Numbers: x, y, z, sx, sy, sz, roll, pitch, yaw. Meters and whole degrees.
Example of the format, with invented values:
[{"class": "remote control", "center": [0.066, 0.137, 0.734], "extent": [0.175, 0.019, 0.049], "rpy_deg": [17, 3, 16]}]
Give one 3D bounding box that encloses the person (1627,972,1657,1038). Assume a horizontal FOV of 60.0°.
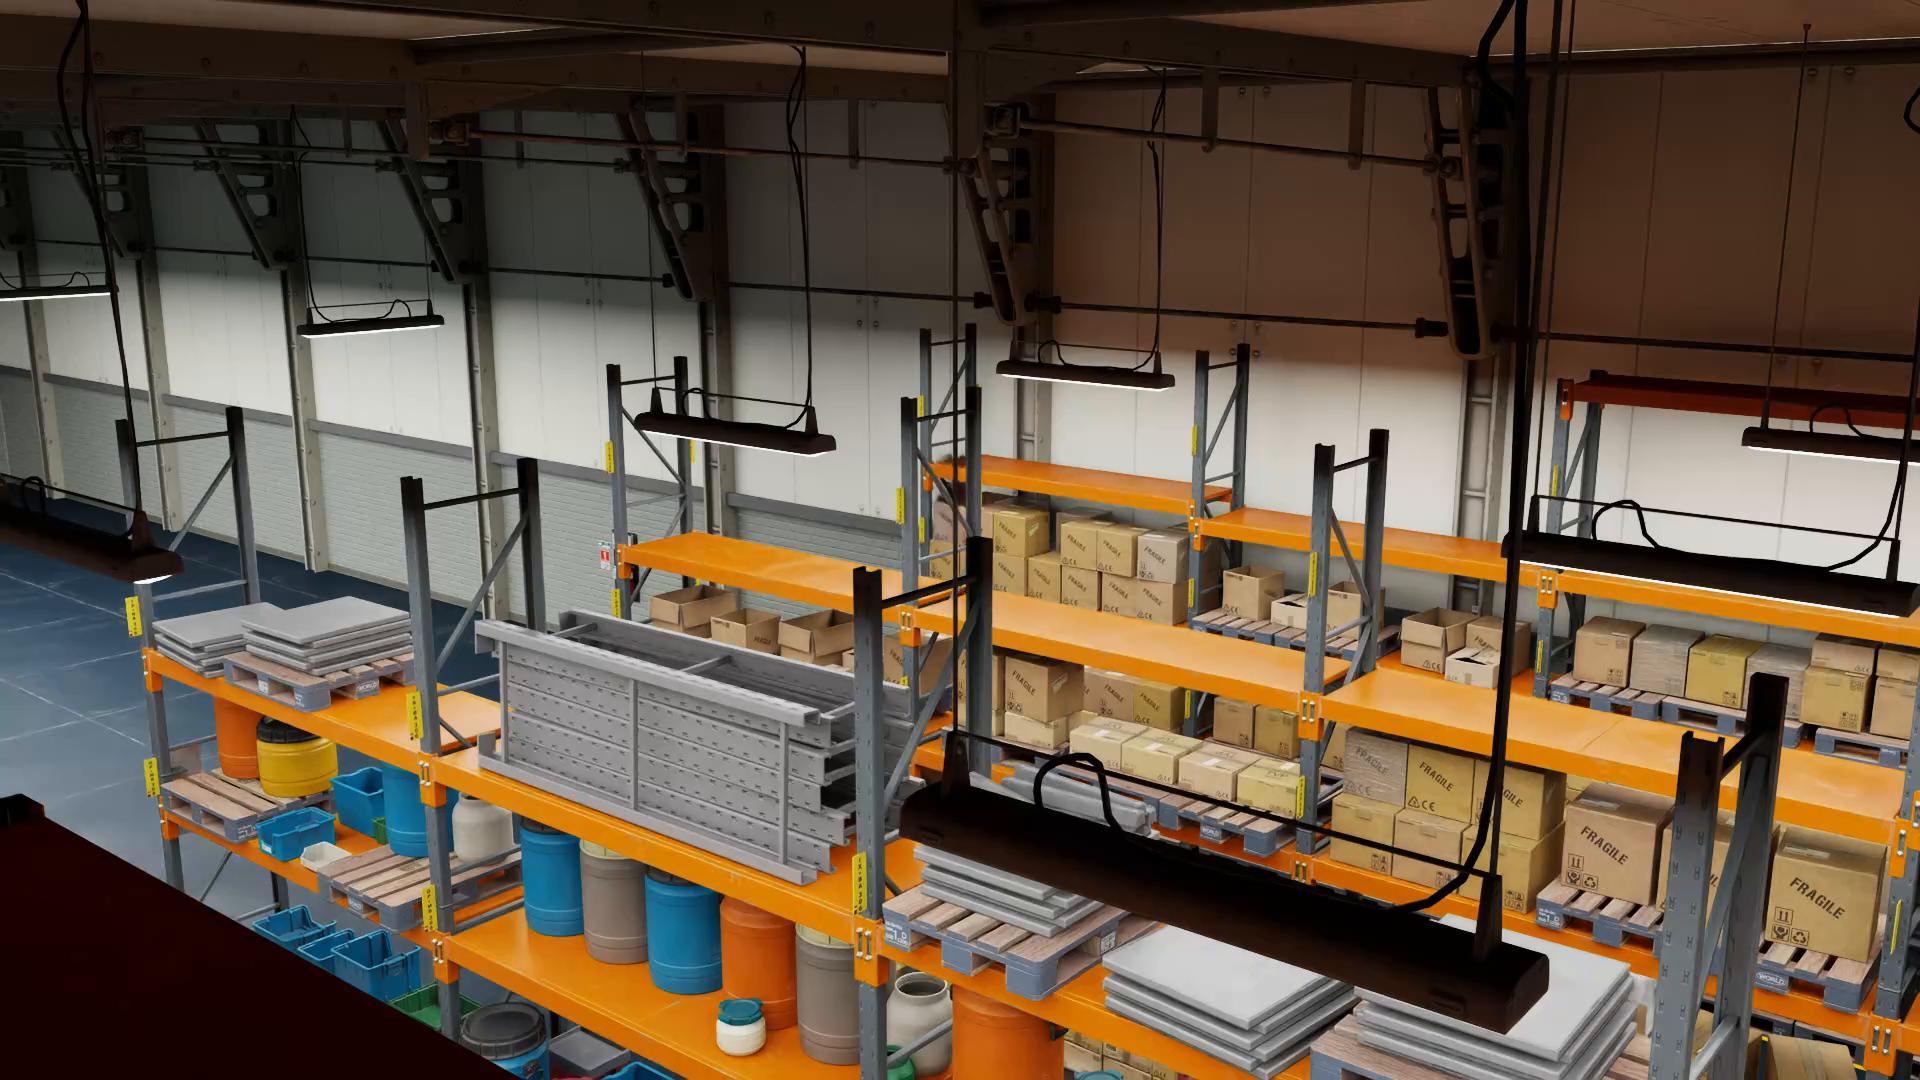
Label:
[{"class": "person", "center": [5.650, 4.081, 14.146], "extent": [1.048, 1.724, 0.641], "rpy_deg": [9, 16, 36]}]
